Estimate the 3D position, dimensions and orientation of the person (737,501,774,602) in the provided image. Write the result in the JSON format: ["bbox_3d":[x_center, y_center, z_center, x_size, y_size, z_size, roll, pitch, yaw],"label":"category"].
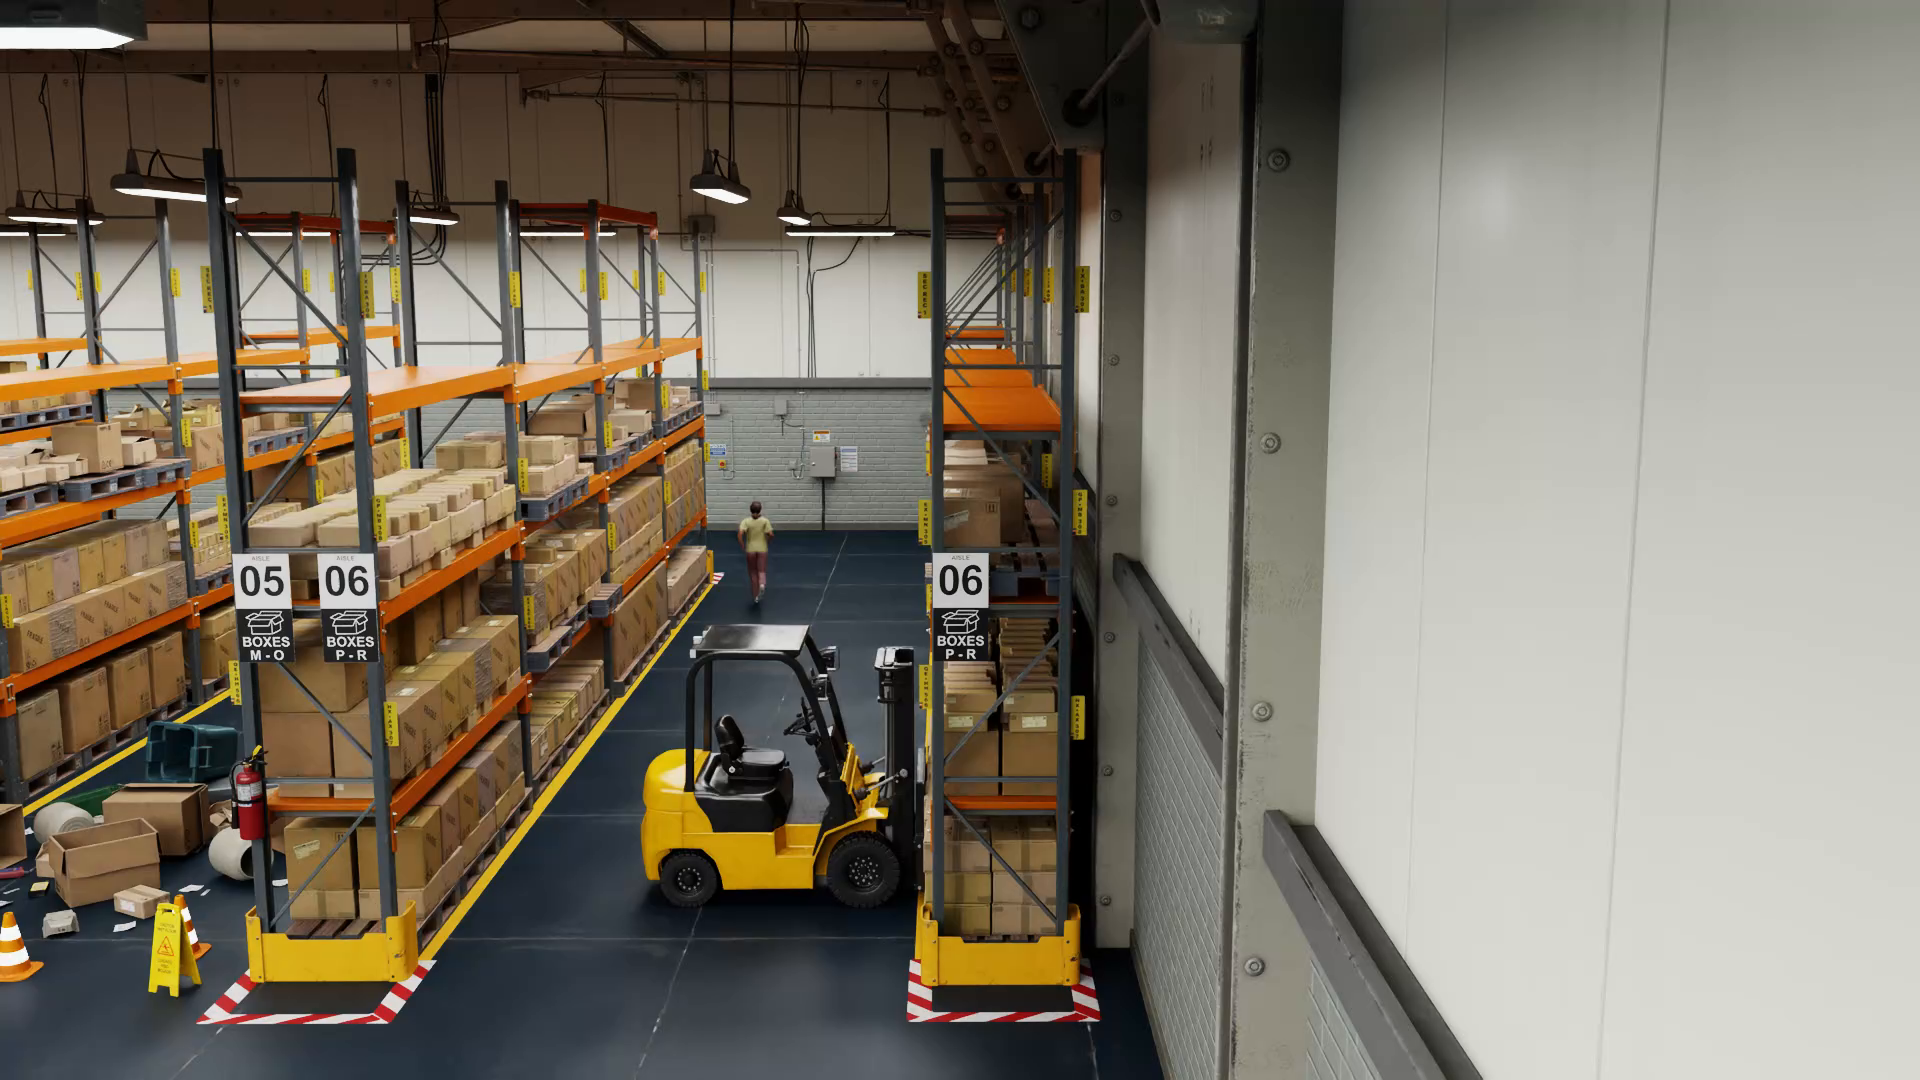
[{"bbox_3d":[-3.184,0.216,25.985,0.569,1.637,0.801,-1,9,-7],"label":"person"}]
